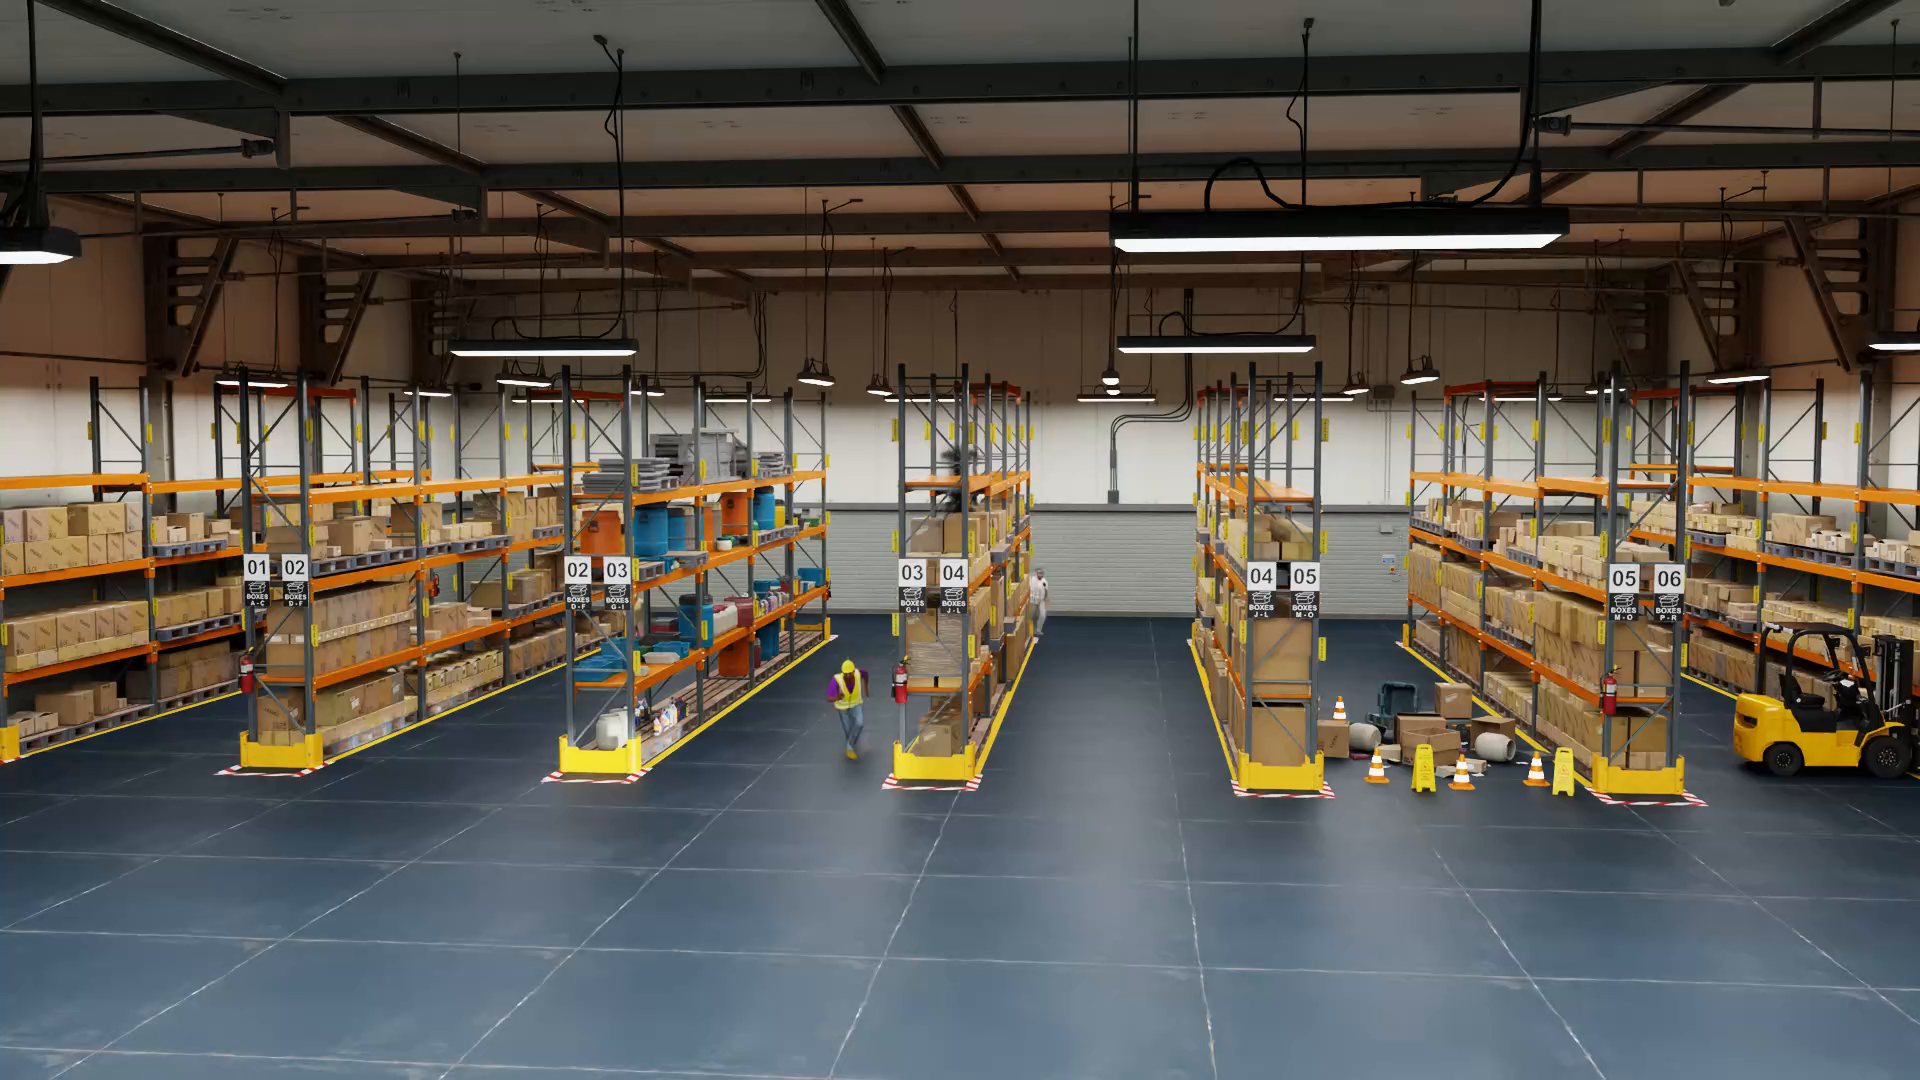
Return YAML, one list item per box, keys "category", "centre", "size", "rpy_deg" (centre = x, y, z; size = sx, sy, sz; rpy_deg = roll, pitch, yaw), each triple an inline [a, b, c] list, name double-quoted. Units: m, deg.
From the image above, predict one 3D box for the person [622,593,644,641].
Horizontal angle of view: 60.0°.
- category: "person"
  centre: [-7.135, 1.858, 36.549]
  size: [0.585, 1.615, 0.916]
  rpy_deg: [-1, 4, -14]

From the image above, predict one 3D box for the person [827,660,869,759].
- category: "person"
  centre: [-1.731, 2.557, 25.630]
  size: [0.676, 1.527, 1.148]
  rpy_deg: [-1, 4, -9]

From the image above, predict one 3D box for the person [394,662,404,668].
- category: "person"
  centre: [-11.403, 2.071, 33.448]
  size: [0.738, 1.590, 0.888]
  rpy_deg: [-1, 4, -12]

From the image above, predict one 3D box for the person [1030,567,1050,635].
- category: "person"
  centre: [1.860, 1.498, 41.353]
  size: [0.731, 1.696, 0.806]
  rpy_deg: [-2, 4, -26]
